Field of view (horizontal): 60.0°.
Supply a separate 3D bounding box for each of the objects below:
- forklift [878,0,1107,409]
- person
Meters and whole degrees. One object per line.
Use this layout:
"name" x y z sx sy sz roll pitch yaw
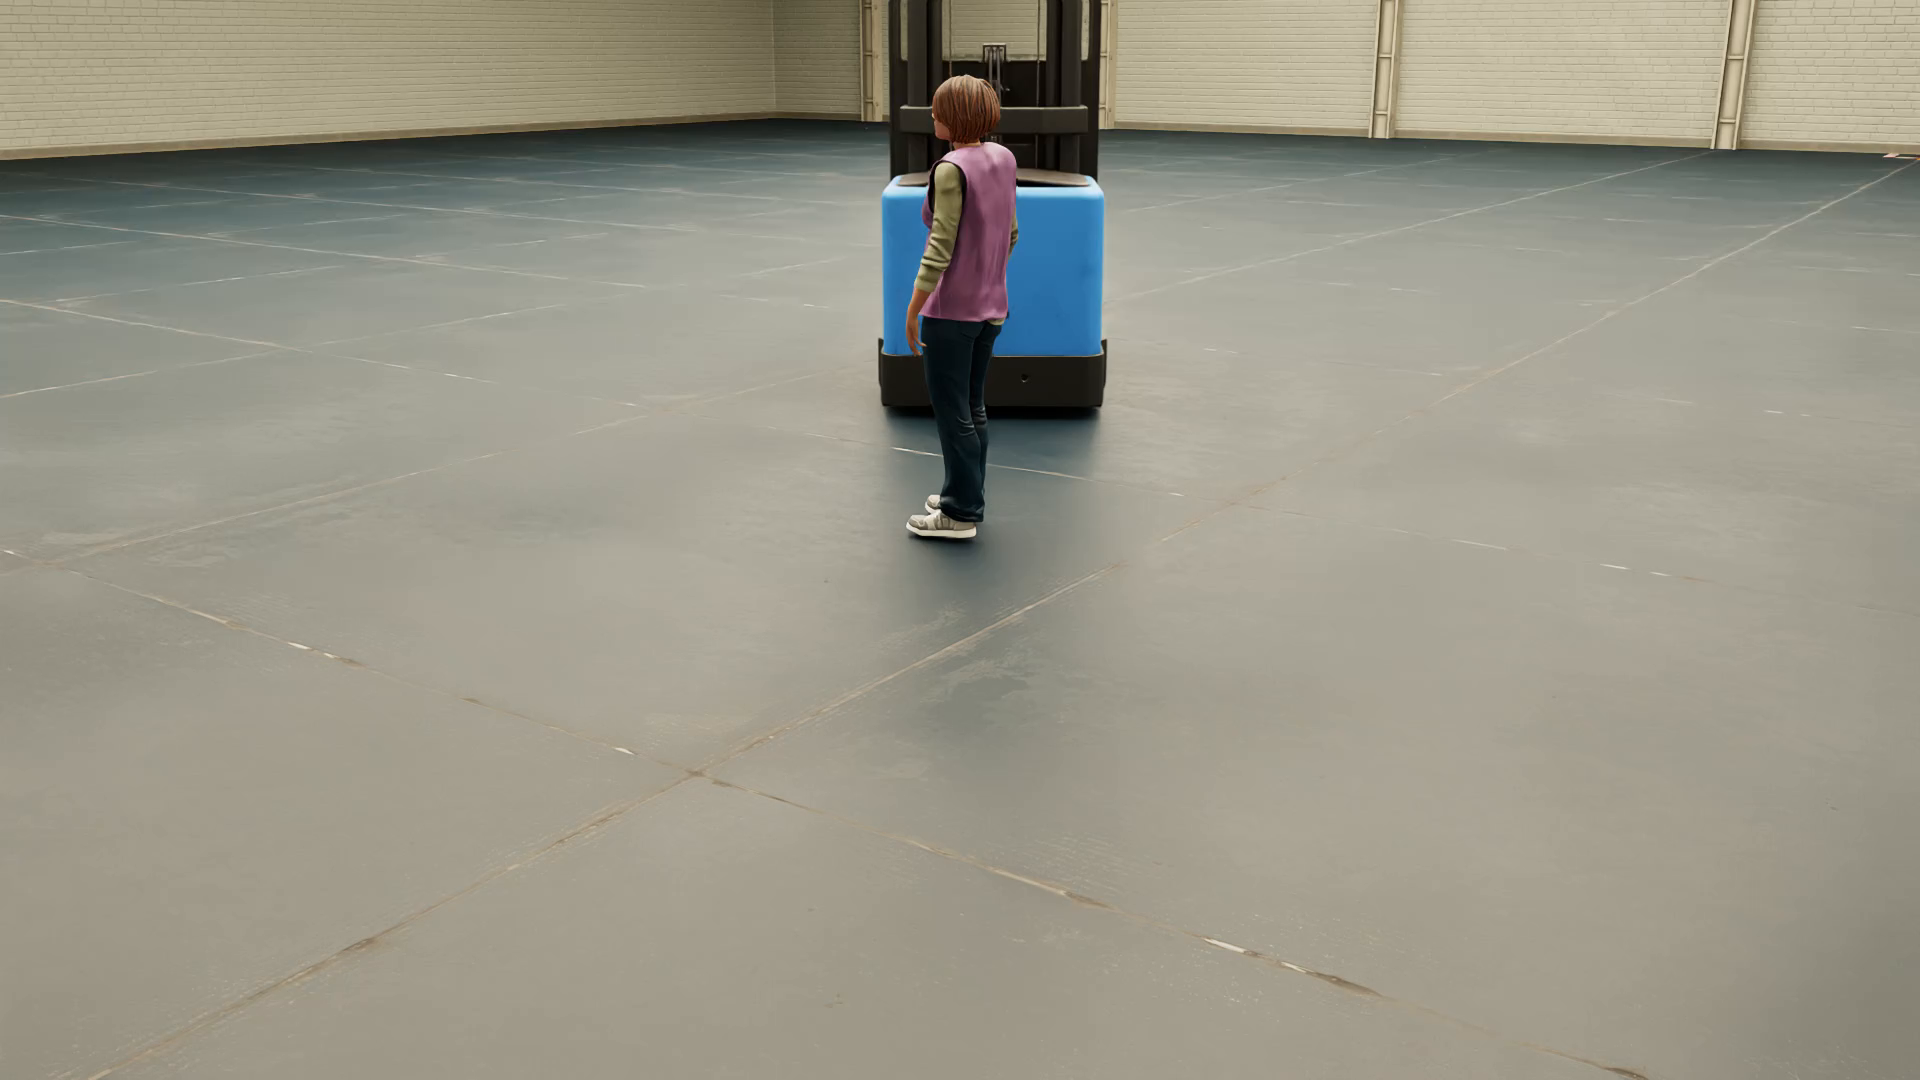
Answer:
"forklift" 0.182 -2.393 8.836 1.130 2.935 3.031 0 17 1
"person" -0.053 -0.788 5.769 0.473 1.599 0.520 11 20 33
